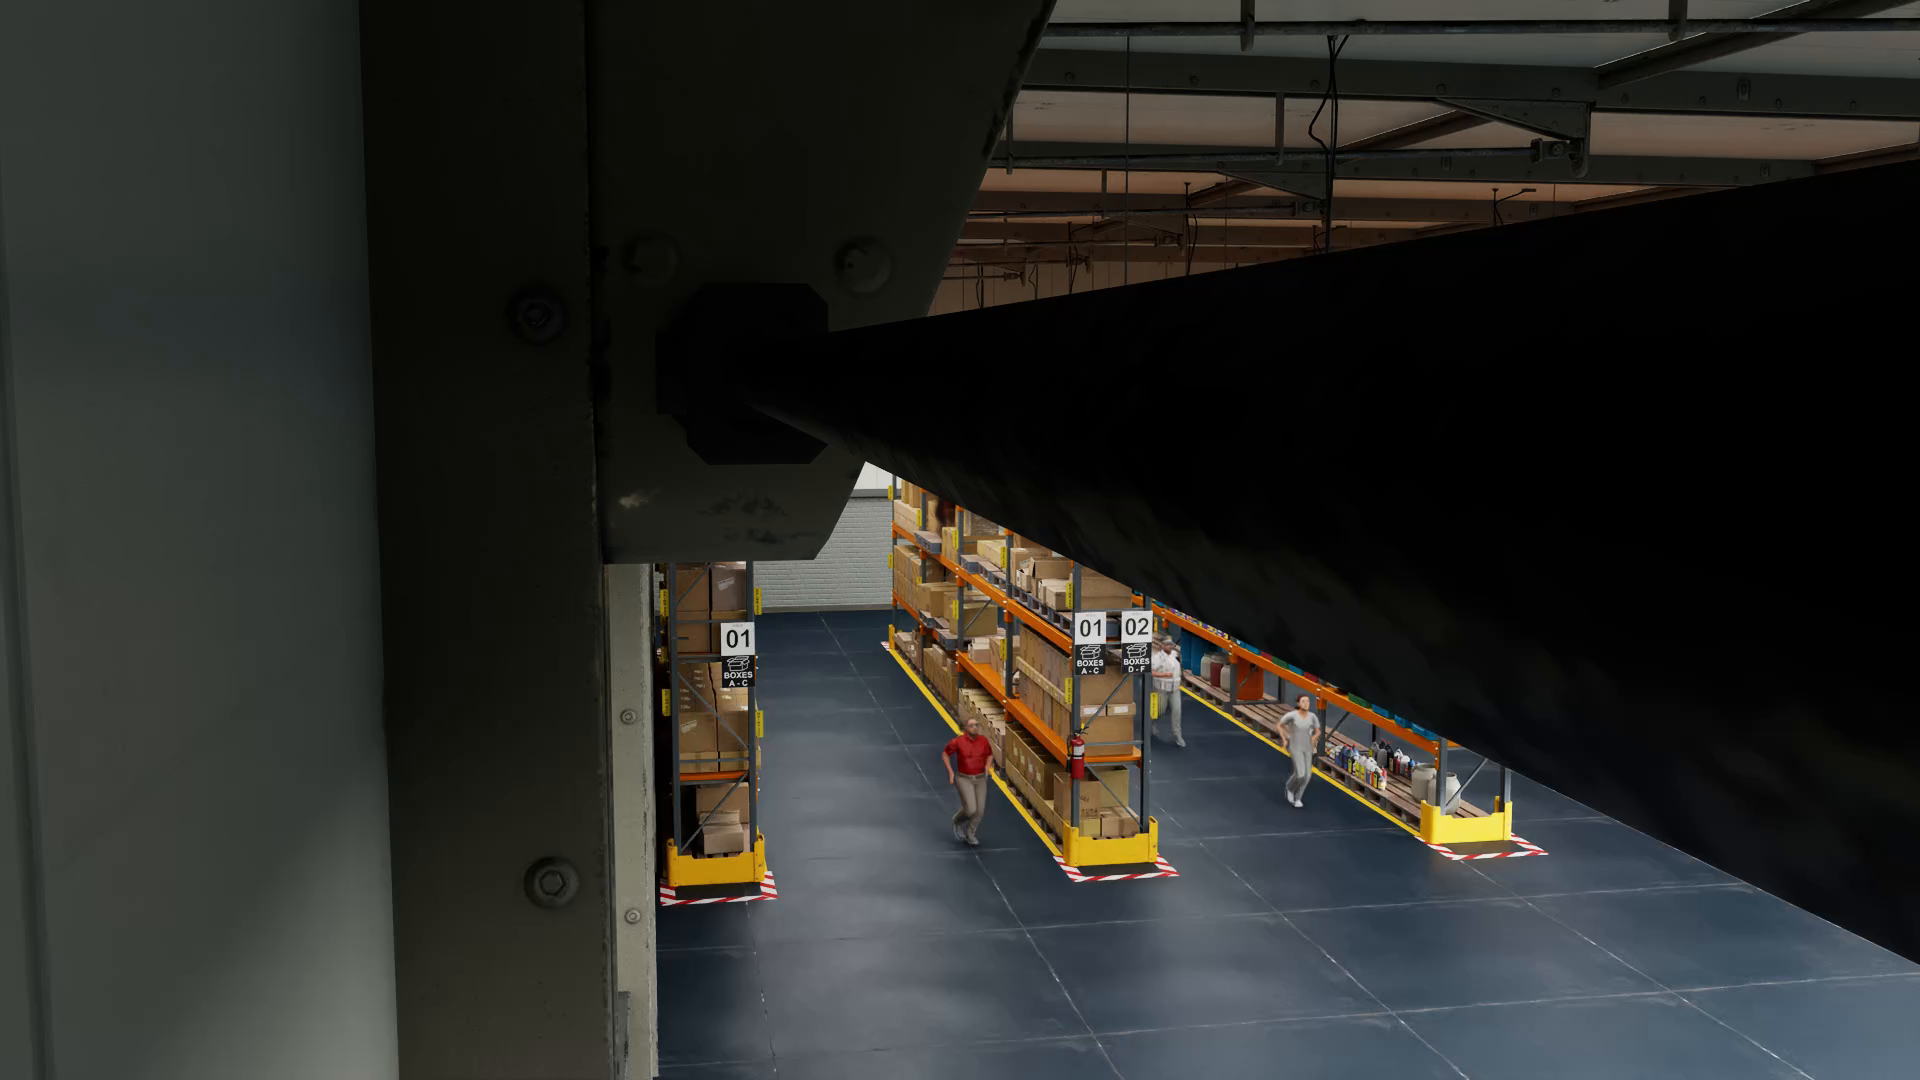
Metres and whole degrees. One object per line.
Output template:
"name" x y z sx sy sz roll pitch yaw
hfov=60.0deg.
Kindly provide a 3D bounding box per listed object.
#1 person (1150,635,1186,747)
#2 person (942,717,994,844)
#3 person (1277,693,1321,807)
"person" 3.422 2.457 27.525 0.659 1.786 0.967 -2 7 -21
"person" 0.164 3.153 21.657 0.656 1.680 0.590 -3 7 -24
"person" 4.827 2.980 23.465 0.569 1.629 0.555 -2 6 -14
